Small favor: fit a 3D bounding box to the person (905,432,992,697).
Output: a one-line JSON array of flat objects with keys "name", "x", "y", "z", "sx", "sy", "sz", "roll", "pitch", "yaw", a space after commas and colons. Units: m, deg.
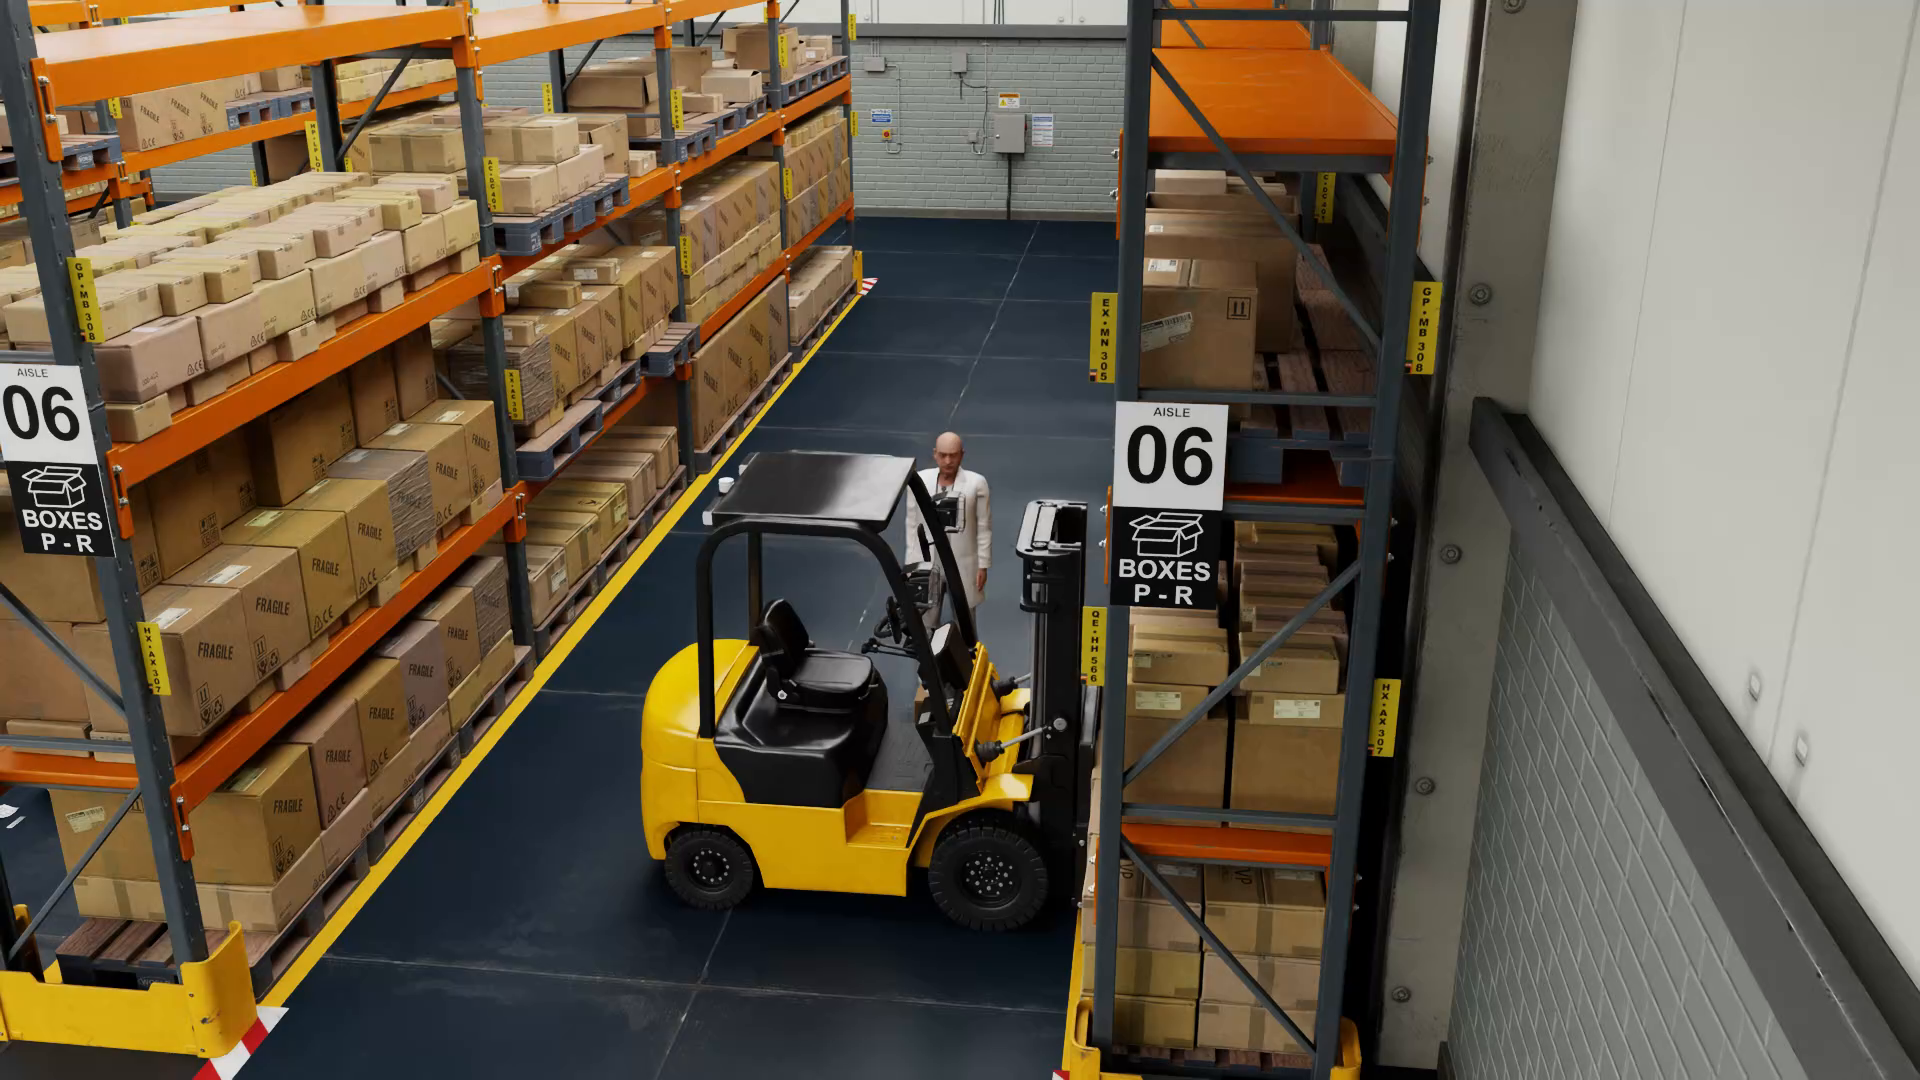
[{"name": "person", "x": -0.076, "y": 0.191, "z": 10.634, "sx": 0.563, "sy": 1.804, "sz": 0.482, "roll": 3, "pitch": 21, "yaw": 8}]
